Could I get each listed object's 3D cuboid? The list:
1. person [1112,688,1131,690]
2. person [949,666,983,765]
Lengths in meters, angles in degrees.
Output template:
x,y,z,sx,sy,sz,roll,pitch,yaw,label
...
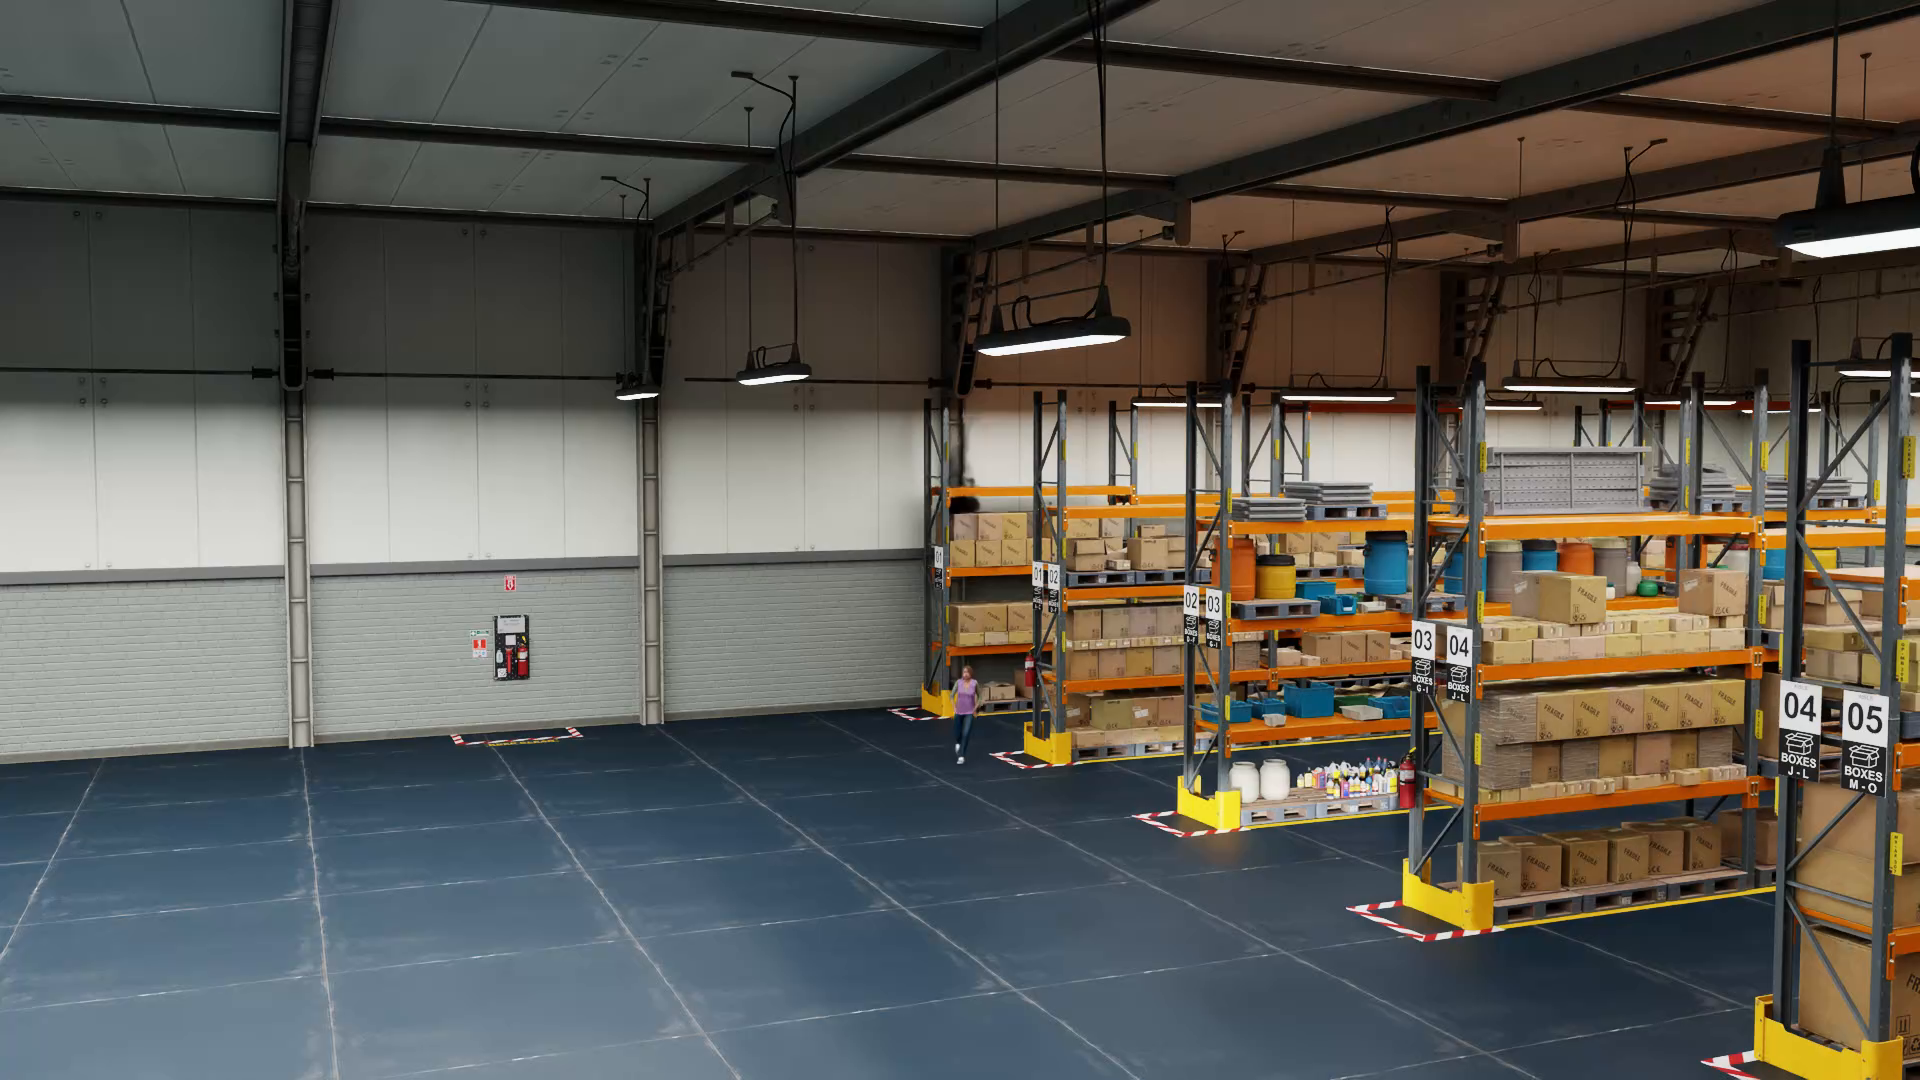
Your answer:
x,y,z,sx,sy,sz,roll,pitch,yaw,label
3.019,2.541,30.389,0.619,1.695,0.653,-2,4,-30,person
0.094,2.799,26.866,0.543,1.564,0.742,0,3,5,person
